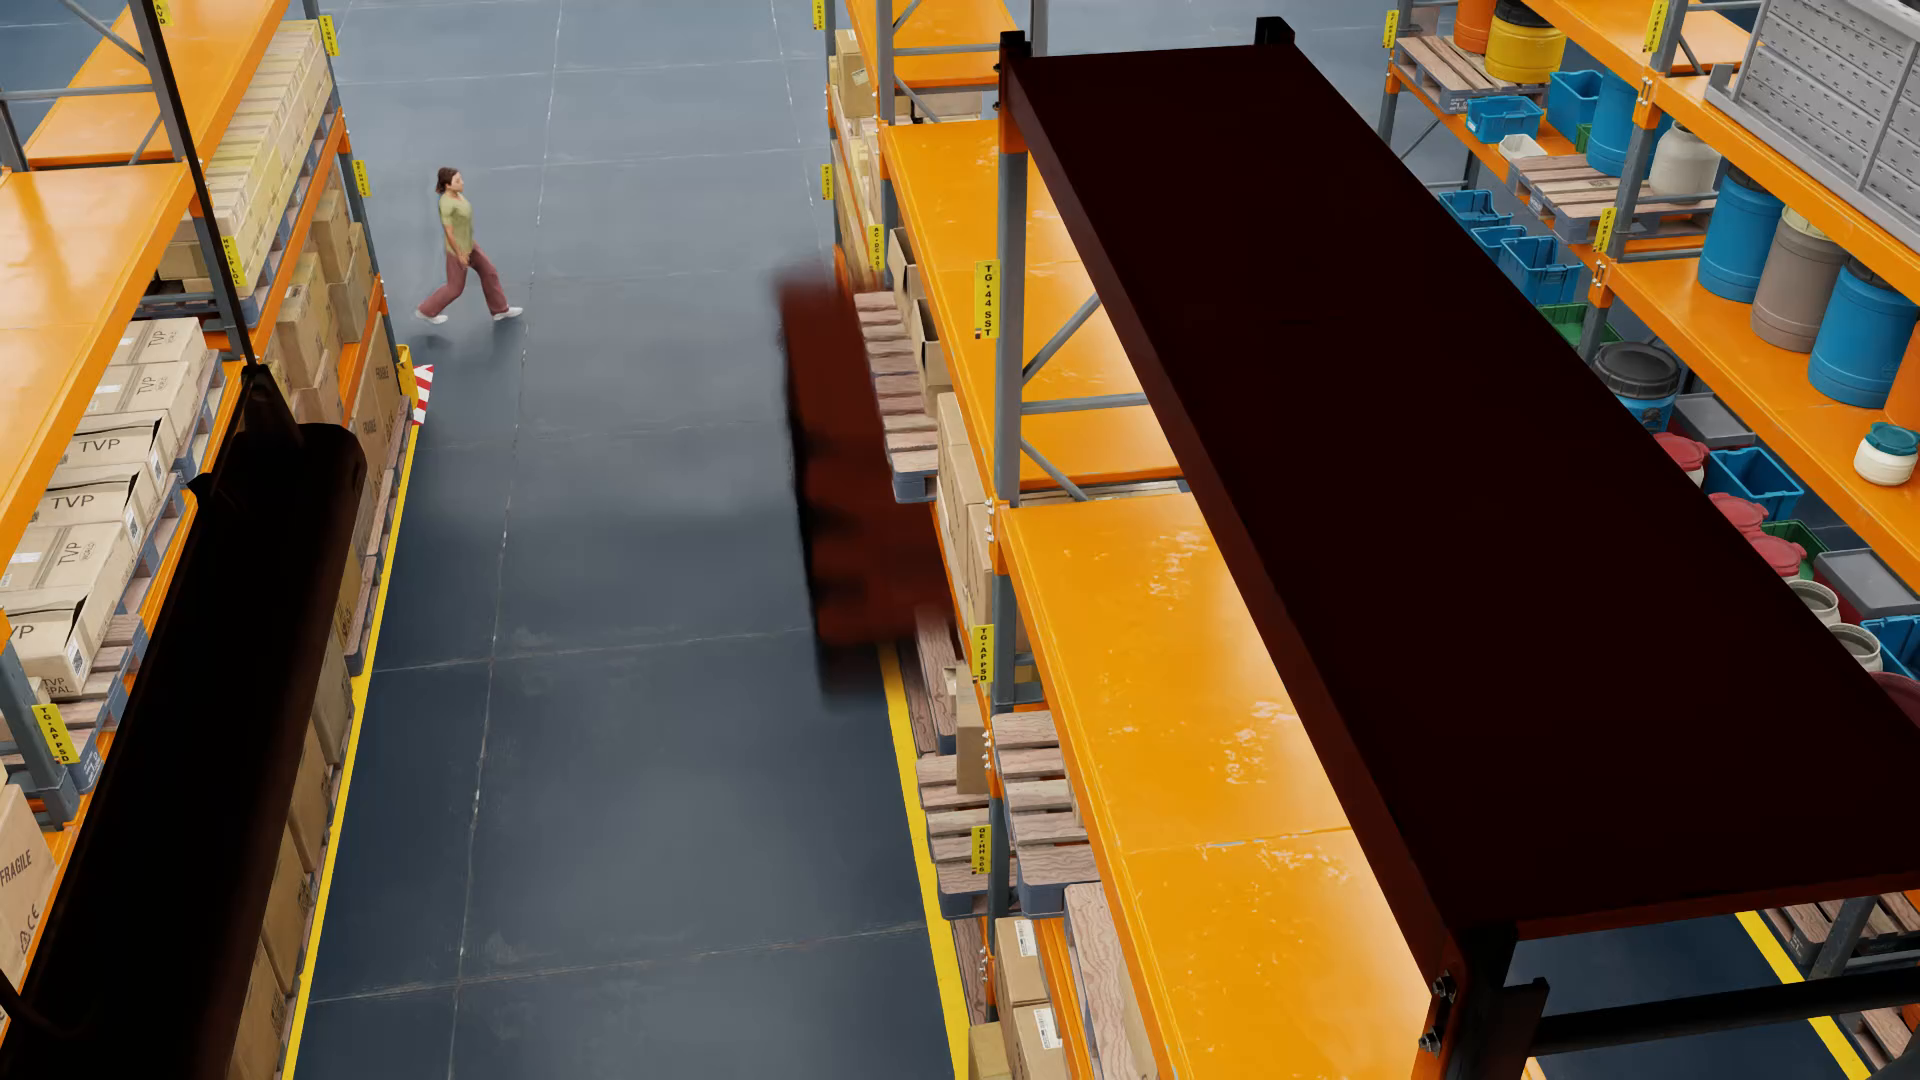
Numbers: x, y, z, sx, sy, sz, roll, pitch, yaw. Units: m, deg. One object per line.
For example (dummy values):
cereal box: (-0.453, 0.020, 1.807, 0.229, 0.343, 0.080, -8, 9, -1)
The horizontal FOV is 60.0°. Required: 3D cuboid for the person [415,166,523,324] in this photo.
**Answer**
person: (-4.802, -2.801, 15.878, 1.002, 1.628, 0.448, -5, 37, -7)
